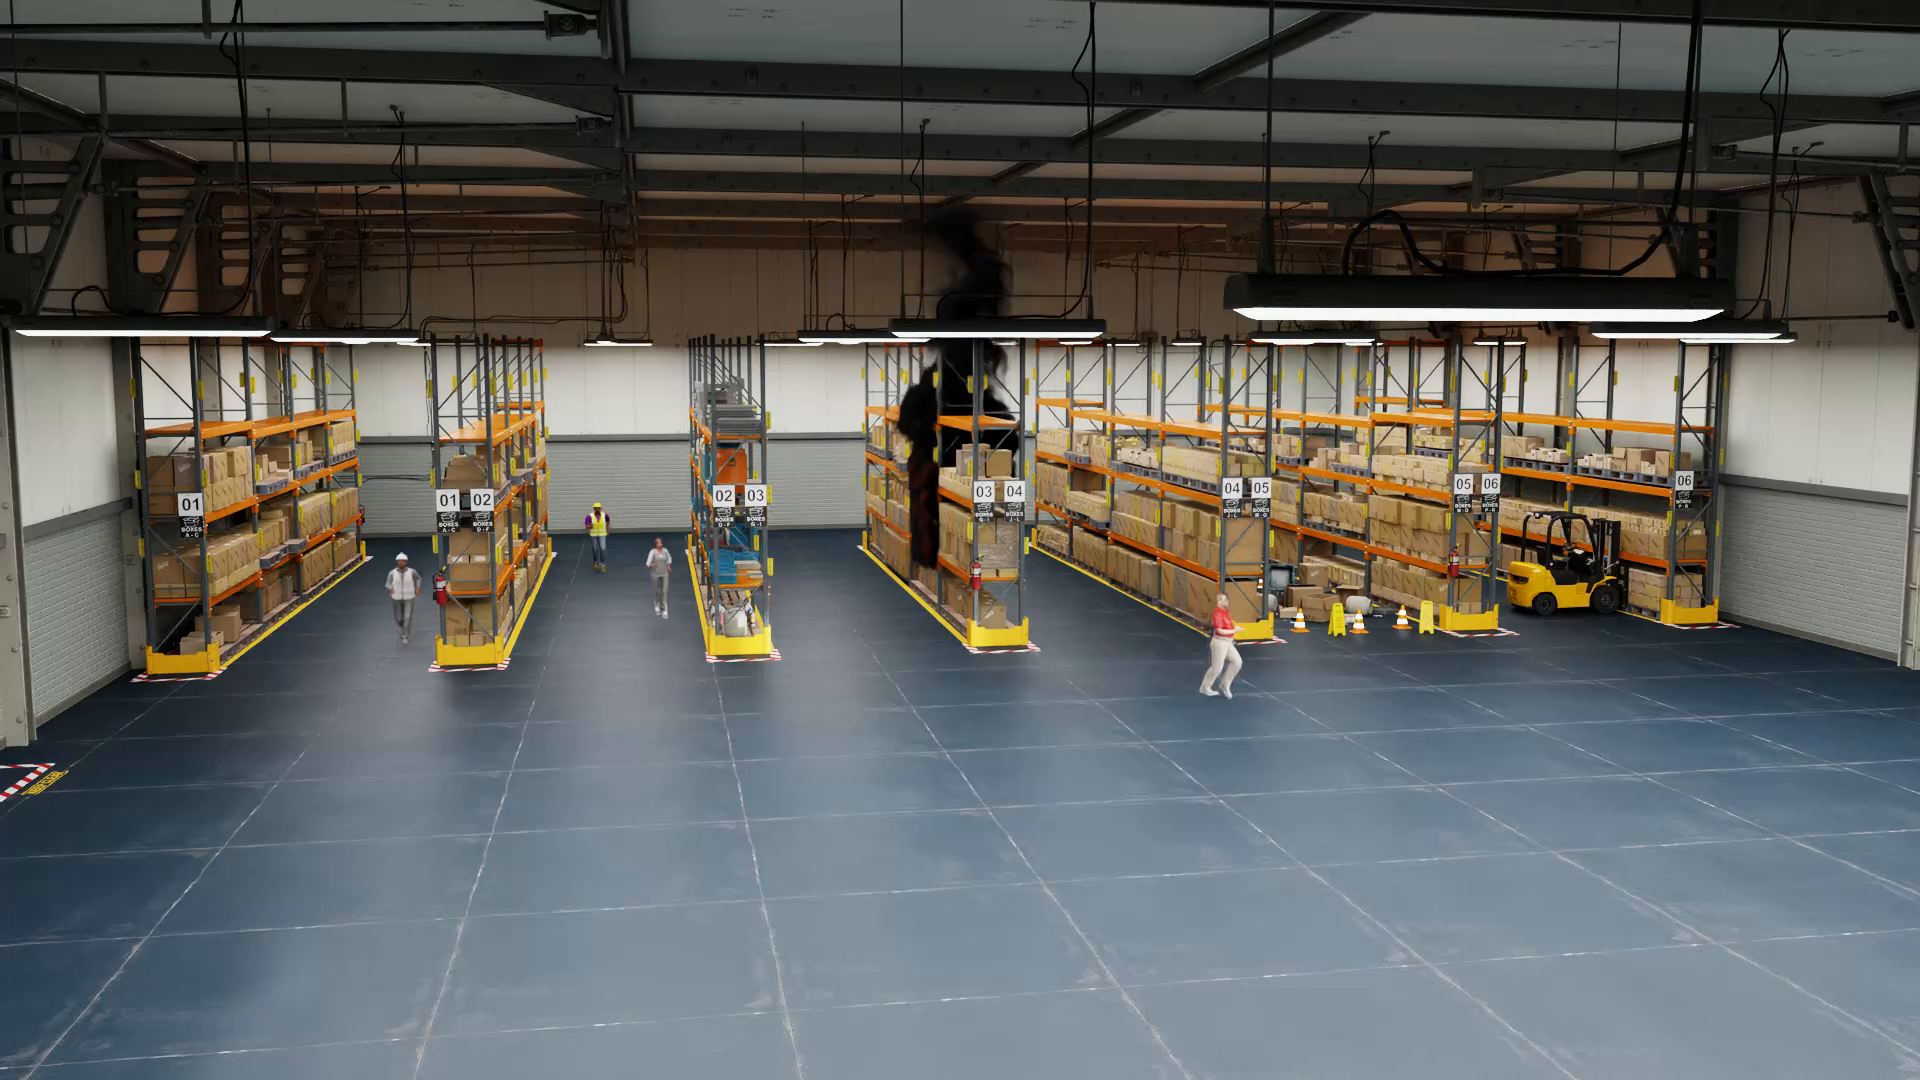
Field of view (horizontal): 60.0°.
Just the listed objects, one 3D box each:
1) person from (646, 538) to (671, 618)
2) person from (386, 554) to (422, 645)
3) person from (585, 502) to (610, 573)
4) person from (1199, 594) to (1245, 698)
[{"bbox_3d":[-6.093,0.753,33.766,0.537,1.614,0.810,-2,7,-20],"label":"person"},{"bbox_3d":[-10.856,1.138,32.464,0.676,1.741,0.941,-2,7,-14],"label":"person"},{"bbox_3d":[-9.358,-0.073,42.951,0.635,1.815,0.841,-2,7,-13],"label":"person"},{"bbox_3d":[4.316,1.760,27.290,0.736,1.770,0.637,3,7,26],"label":"person"}]
